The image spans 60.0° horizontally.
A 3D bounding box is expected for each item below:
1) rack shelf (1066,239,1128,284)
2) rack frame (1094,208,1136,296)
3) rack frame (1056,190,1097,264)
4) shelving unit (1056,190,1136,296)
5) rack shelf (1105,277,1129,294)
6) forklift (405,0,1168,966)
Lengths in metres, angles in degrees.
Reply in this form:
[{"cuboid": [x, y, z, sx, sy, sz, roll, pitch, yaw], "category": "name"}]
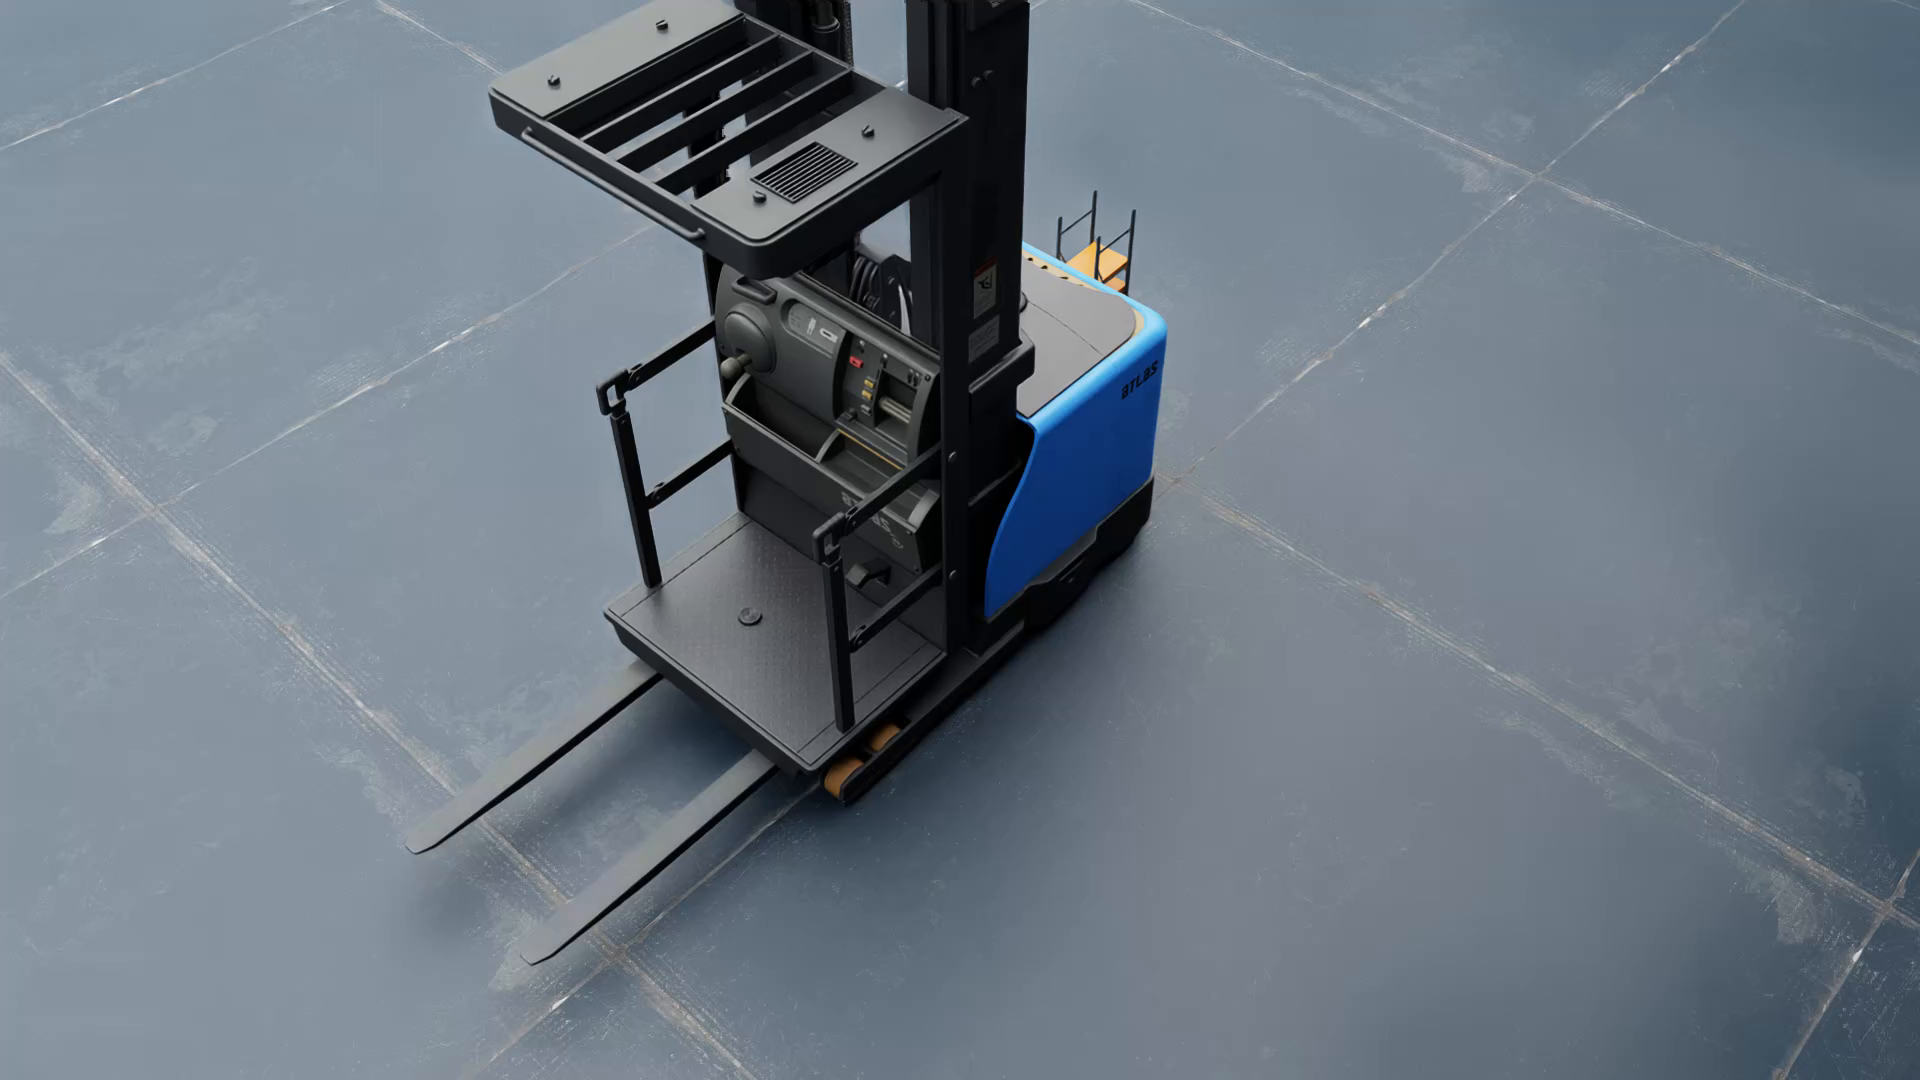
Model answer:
[{"cuboid": [0.516, -1.035, 6.466, 0.180, 0.103, 0.258, 32, 54, 26], "category": "rack shelf"}, {"cuboid": [0.586, -0.776, 6.656, 0.006, 1.200, 0.240, 32, 54, 26], "category": "rack frame"}, {"cuboid": [0.446, -0.862, 6.737, 0.006, 1.200, 0.240, 32, 54, 26], "category": "rack frame"}, {"cuboid": [0.516, -0.819, 6.696, 0.189, 1.200, 0.258, 32, 54, 26], "category": "shelving unit"}, {"cuboid": [0.516, -0.953, 6.554, 0.180, 0.103, 0.258, 32, 54, 26], "category": "rack shelf"}, {"cuboid": [-0.583, -0.506, 5.214, 1.130, 2.935, 3.031, 33, 55, 27], "category": "forklift"}]
